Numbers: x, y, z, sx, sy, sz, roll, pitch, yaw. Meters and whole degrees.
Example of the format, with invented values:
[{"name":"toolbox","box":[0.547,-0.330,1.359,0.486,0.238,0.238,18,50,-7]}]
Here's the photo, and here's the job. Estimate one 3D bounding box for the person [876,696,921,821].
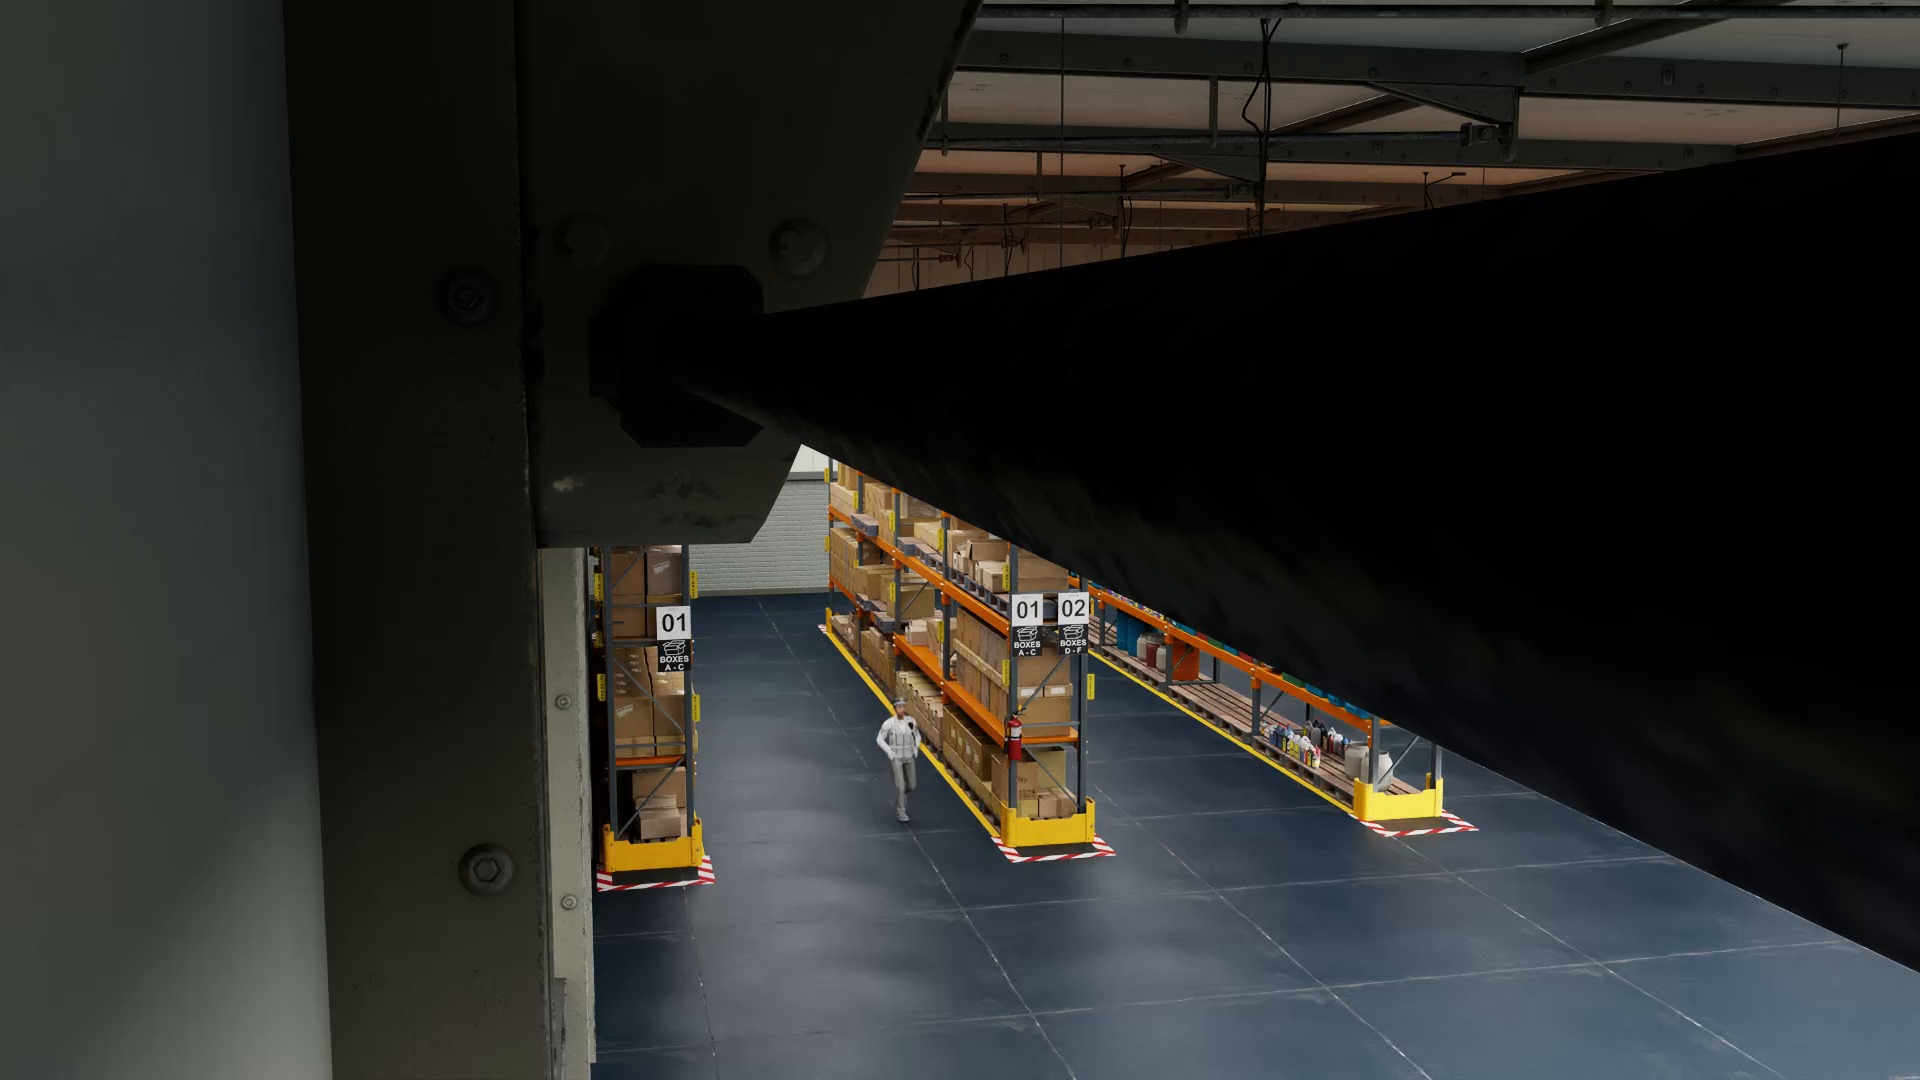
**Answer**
[{"name":"person","box":[-0.802,2.884,22.172,0.615,1.647,0.568,-2,7,-19]}]
